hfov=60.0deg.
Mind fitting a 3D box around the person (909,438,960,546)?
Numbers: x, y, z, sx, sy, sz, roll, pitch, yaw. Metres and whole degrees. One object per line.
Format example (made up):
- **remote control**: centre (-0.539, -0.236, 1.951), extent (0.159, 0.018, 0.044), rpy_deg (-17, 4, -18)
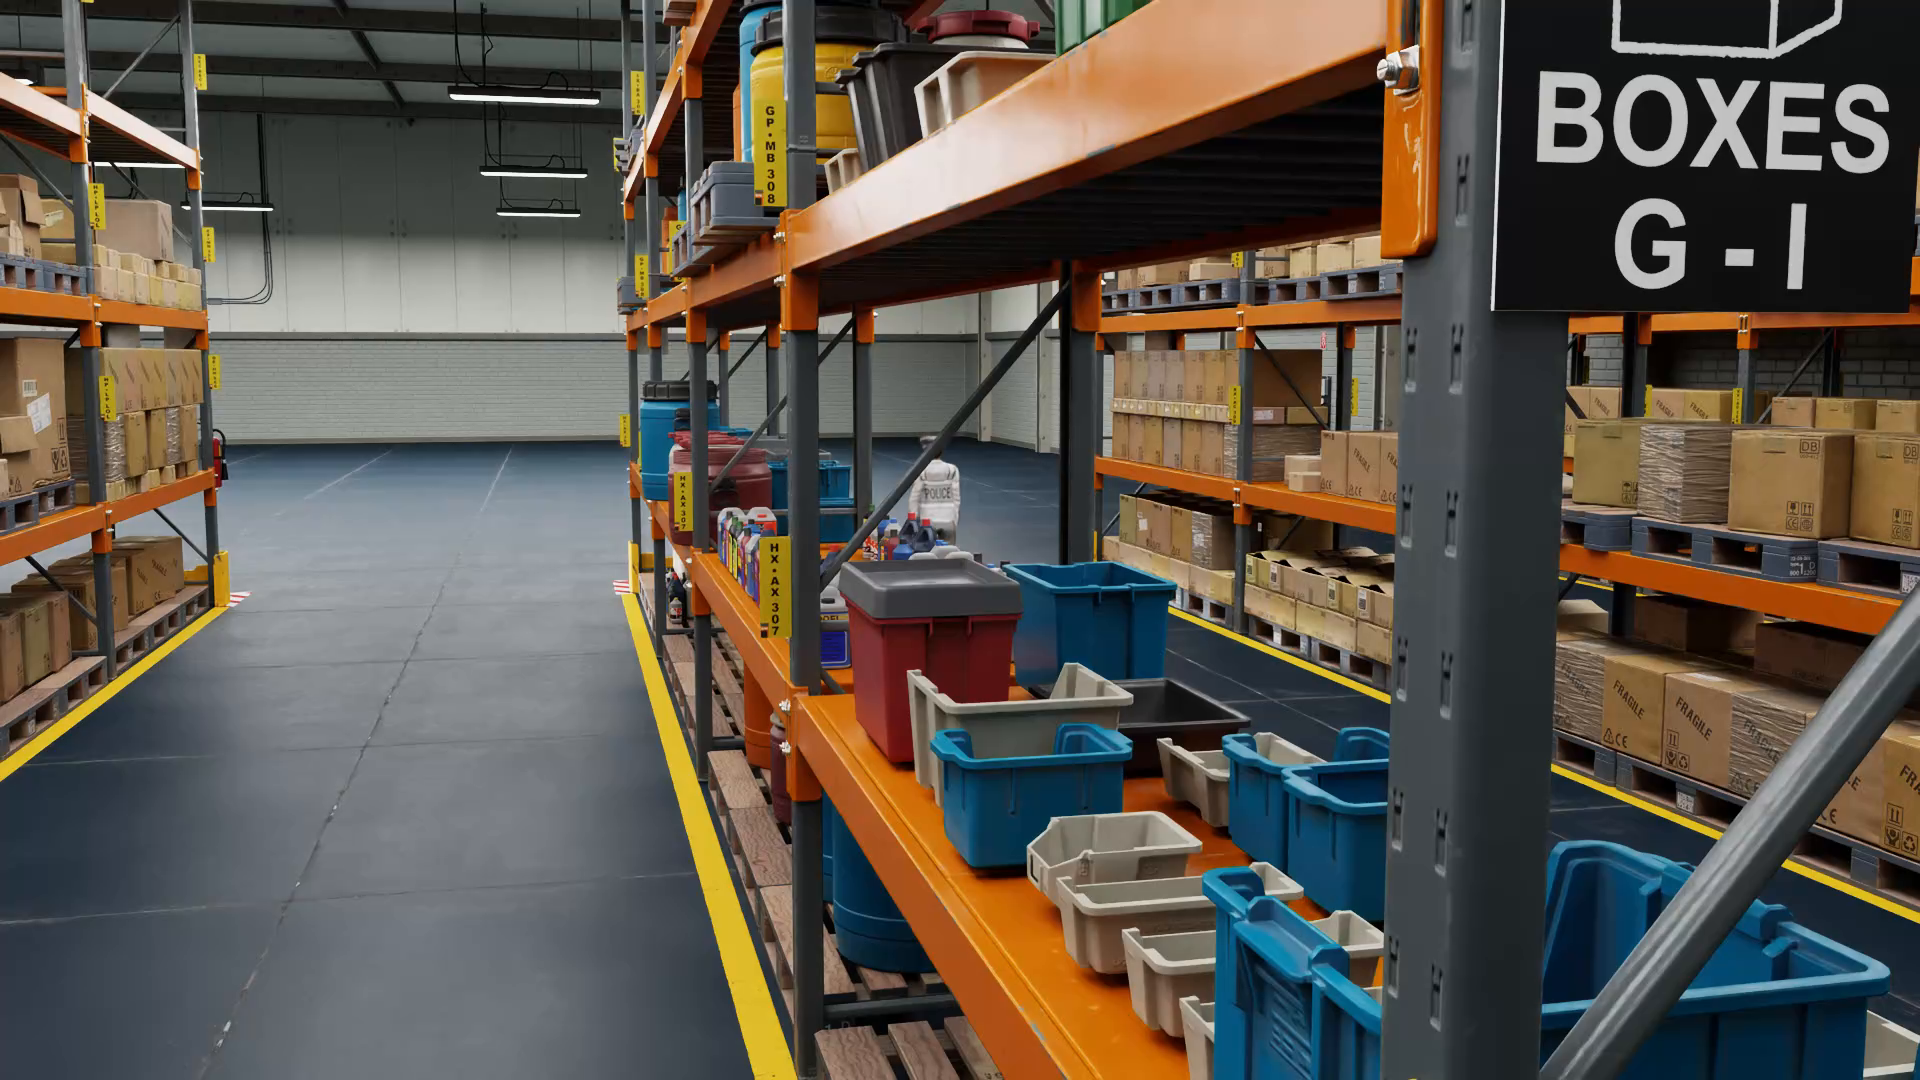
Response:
- **person**: centre (-0.242, -0.126, 15.444), extent (0.485, 1.651, 0.381), rpy_deg (-1, 6, -12)
